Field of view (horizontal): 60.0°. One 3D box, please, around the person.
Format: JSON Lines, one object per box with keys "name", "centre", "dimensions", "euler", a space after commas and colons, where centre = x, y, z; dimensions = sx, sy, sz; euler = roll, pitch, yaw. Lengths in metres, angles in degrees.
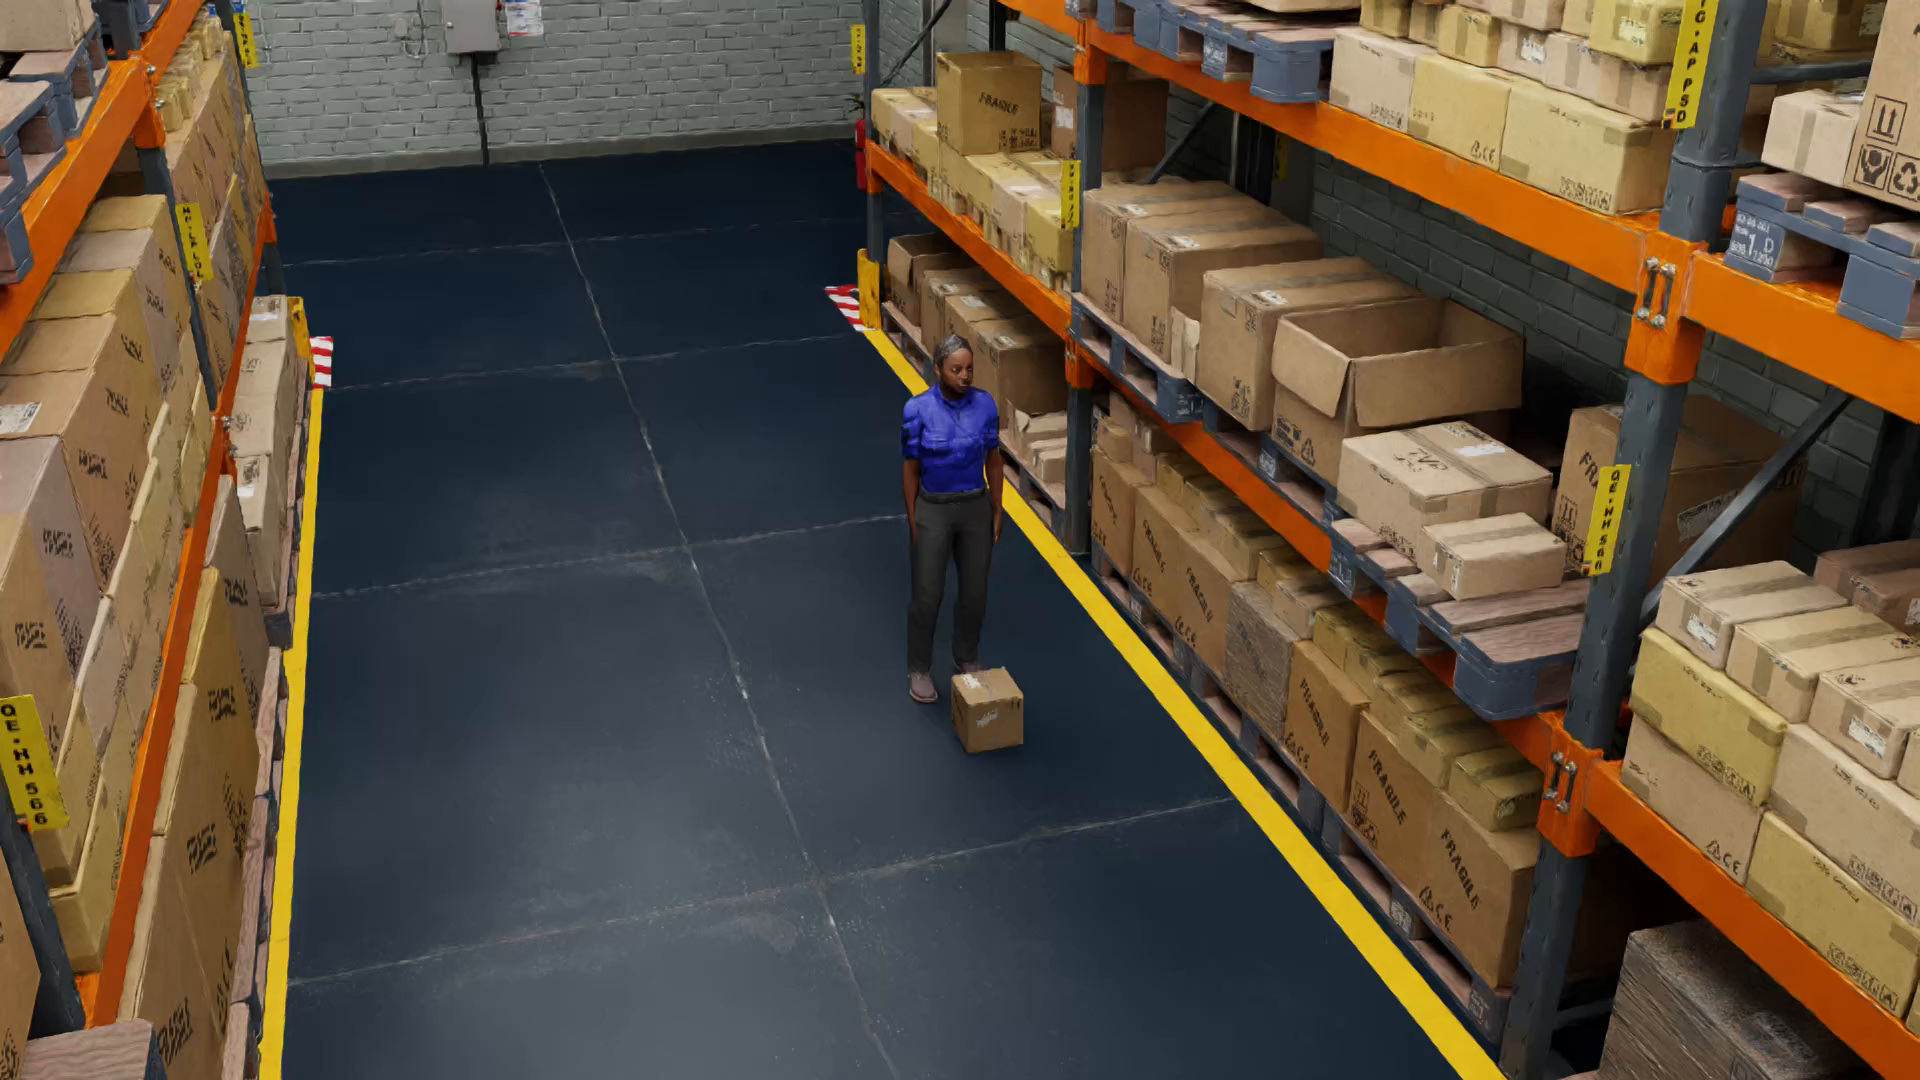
{"name": "person", "centre": [-0.025, -0.093, 7.312], "dimensions": [0.469, 1.654, 0.355], "euler": [-8, 27, -15]}
